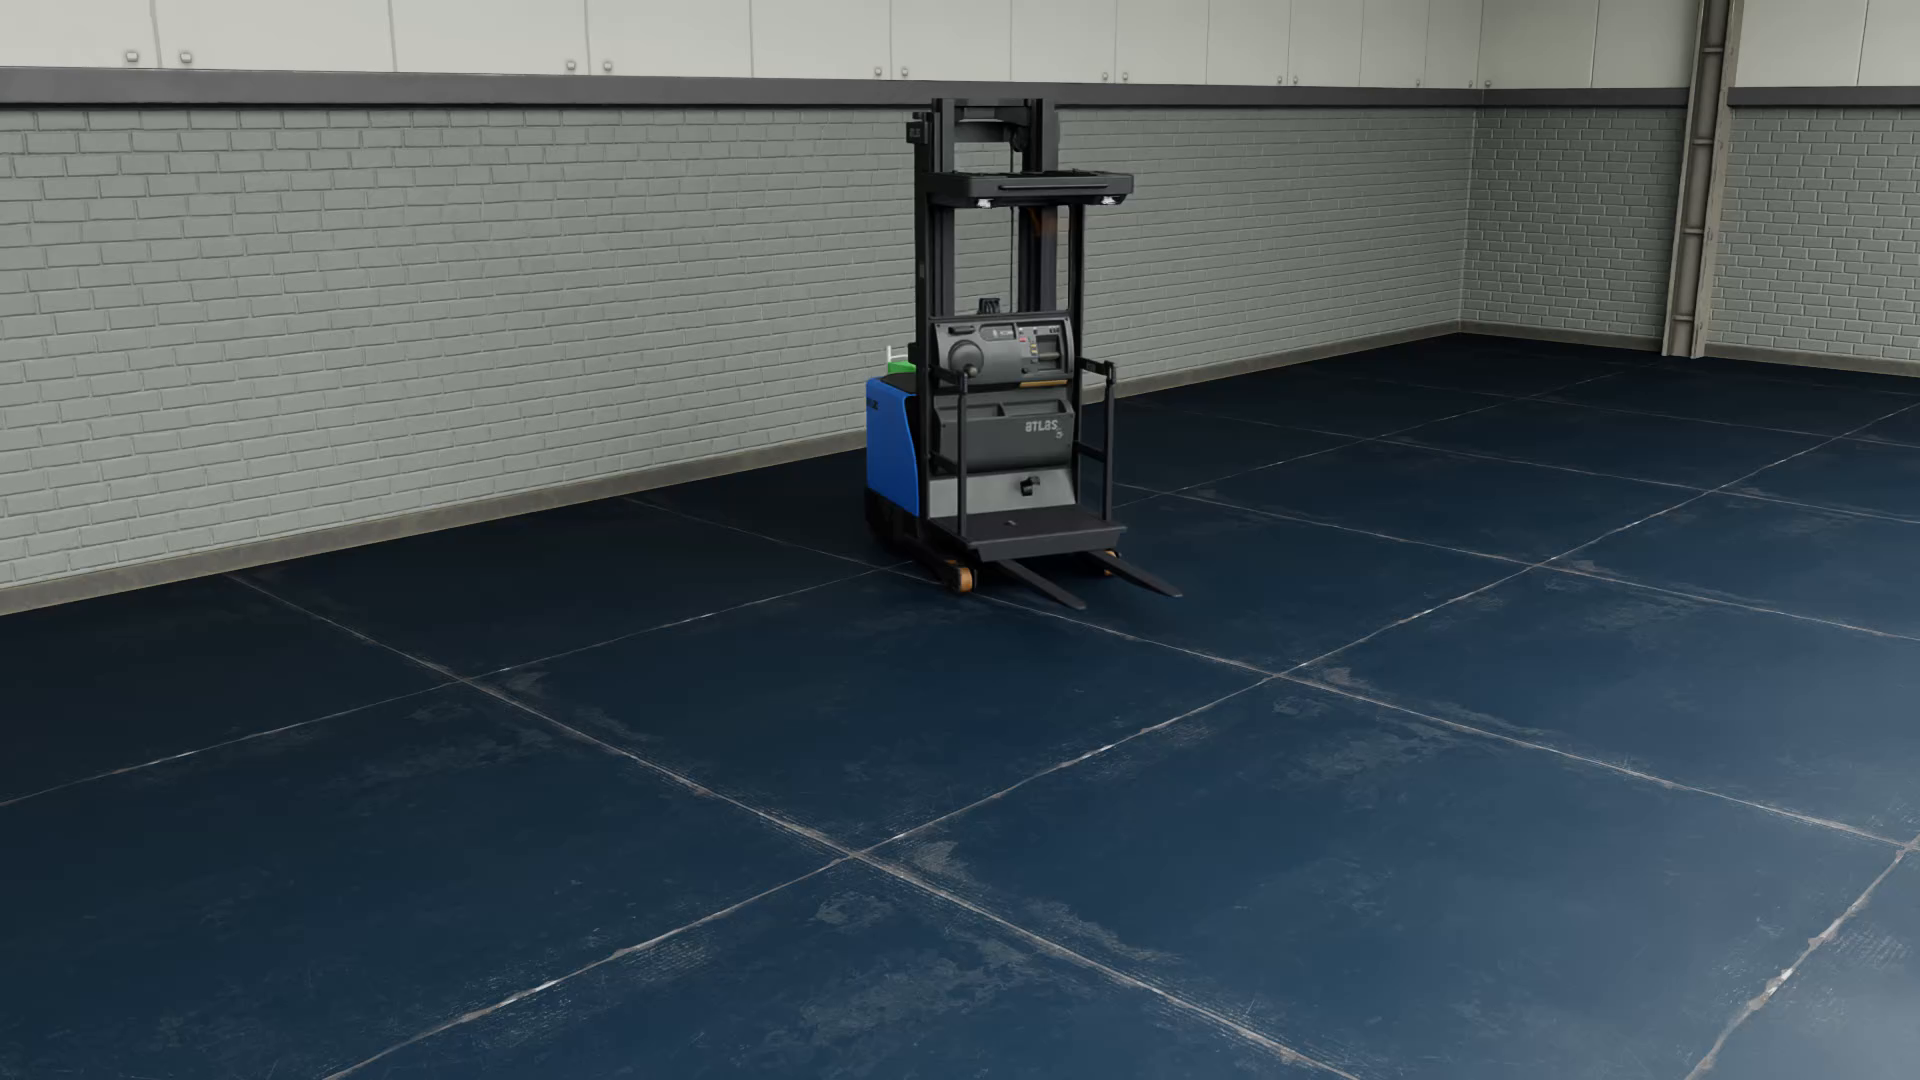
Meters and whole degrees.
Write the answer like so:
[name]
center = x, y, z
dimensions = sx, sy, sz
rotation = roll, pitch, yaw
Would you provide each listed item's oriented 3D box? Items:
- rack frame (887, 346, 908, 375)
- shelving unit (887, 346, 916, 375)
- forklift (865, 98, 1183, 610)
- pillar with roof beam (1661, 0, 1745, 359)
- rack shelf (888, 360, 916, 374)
[rack frame]
center = -0.437, -0.847, 12.303
dimensions = 0.240, 1.200, 0.015
rotation = -13, 19, -41
[shelving unit]
center = -0.272, -0.802, 12.129
dimensions = 0.258, 1.200, 0.503
rotation = -13, 19, -41
[forklift]
center = 0.366, -1.212, 10.270
dimensions = 1.130, 2.935, 3.031
rotation = -6, 16, -22
[pillar with roof beam]
center = 5.664, -5.781, 15.771
dimensions = 0.400, 9.000, 9.100
rotation = 14, 20, 42
[rack shelf]
center = -0.272, -1.204, 12.024
dimensions = 0.258, 0.148, 0.480
rotation = -13, 19, -41
